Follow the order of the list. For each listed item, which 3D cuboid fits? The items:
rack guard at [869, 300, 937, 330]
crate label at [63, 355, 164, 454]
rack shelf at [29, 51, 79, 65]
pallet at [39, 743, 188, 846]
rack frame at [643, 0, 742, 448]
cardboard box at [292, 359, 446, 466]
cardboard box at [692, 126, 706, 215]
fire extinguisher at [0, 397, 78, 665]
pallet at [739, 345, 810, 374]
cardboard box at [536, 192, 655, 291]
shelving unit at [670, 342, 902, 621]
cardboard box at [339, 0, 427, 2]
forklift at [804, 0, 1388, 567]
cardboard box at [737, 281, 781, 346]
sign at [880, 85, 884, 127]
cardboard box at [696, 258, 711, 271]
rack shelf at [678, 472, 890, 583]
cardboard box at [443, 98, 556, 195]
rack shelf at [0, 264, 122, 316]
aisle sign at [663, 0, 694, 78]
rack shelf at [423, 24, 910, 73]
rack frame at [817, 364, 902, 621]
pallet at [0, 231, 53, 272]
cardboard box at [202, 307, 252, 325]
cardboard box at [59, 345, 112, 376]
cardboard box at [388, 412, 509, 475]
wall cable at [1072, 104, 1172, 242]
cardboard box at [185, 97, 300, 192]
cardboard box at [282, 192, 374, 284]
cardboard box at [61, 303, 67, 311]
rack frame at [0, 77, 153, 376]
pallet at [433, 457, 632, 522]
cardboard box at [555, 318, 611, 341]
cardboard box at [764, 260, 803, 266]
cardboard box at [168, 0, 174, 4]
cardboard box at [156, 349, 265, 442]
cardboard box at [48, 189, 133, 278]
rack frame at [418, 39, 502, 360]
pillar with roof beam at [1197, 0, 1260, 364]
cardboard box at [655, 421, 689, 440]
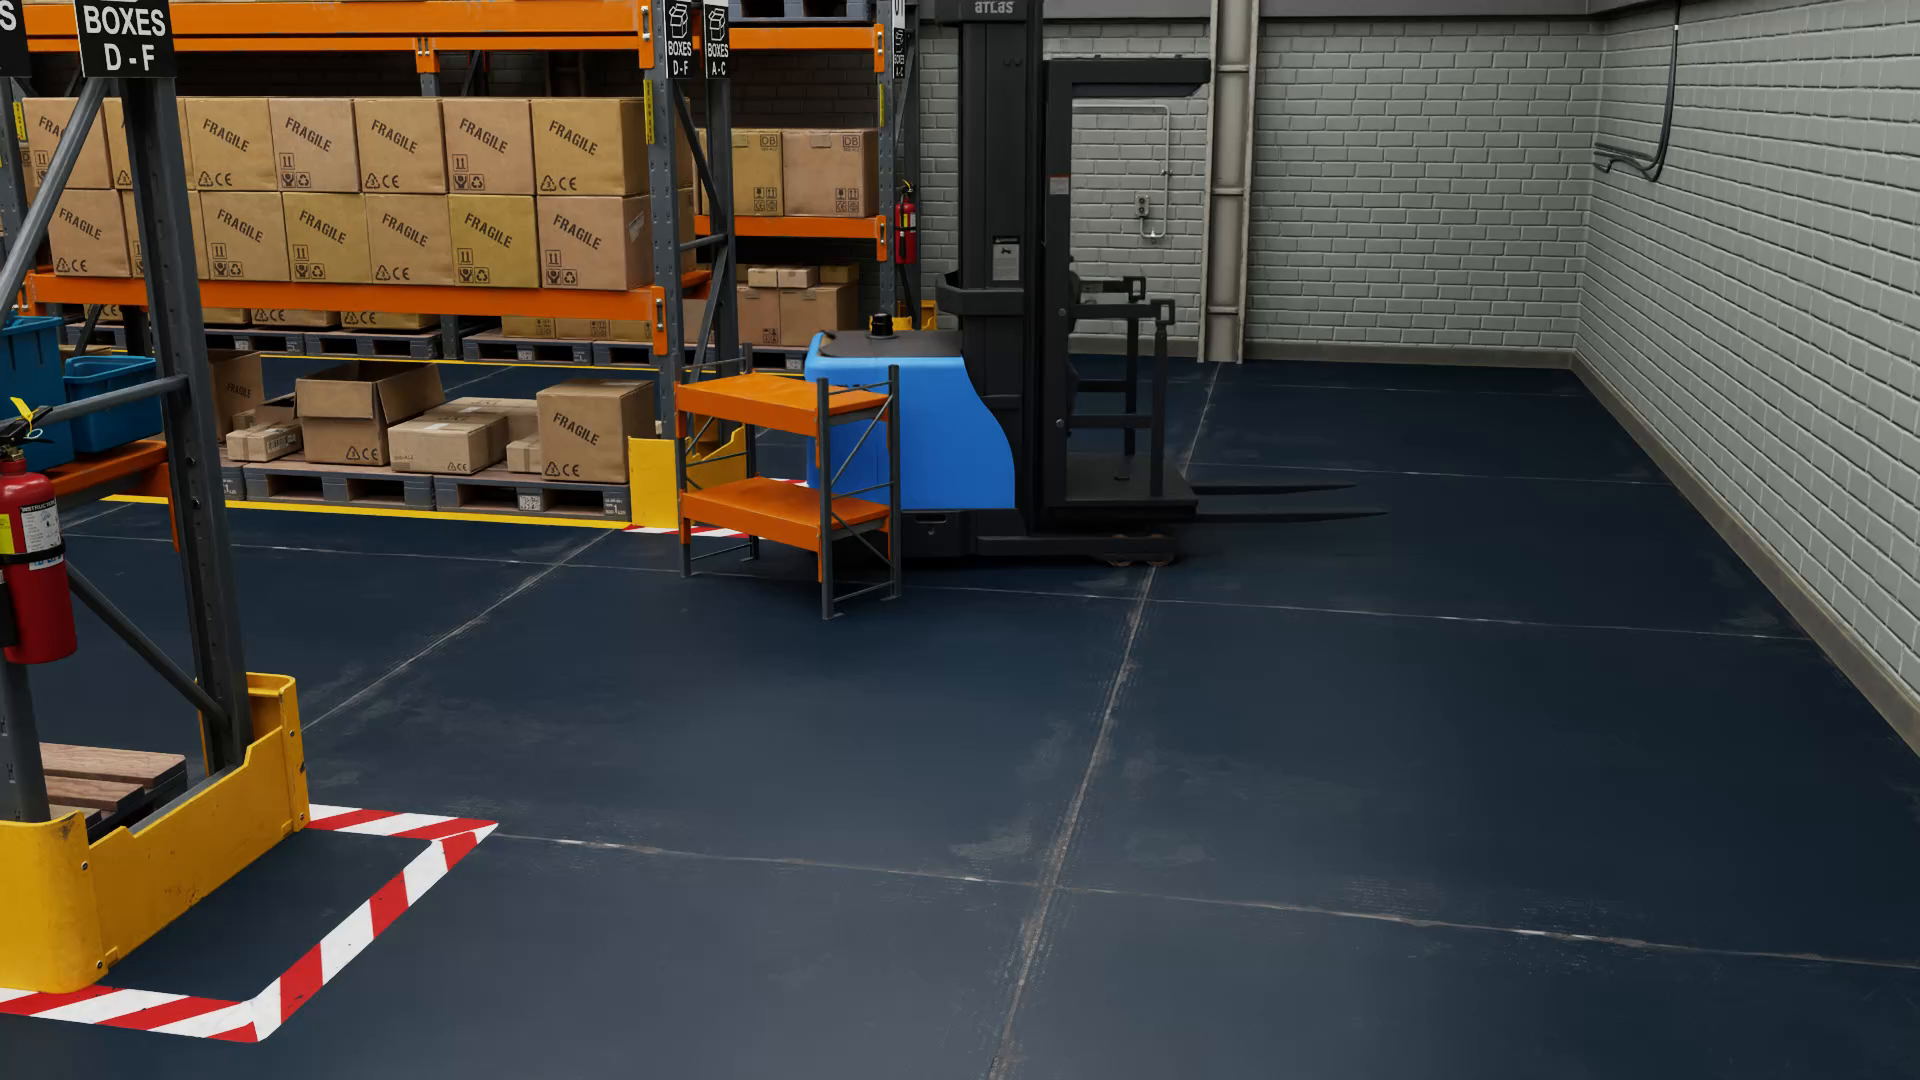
[{"bbox_3d":[-0.481,-1.752,14.379,0.348,0.500,1.175,3,16,11],"label":"rack guard"},{"bbox_3d":[-2.655,-0.413,5.067,0.303,0.233,0.416,3,16,11],"label":"crate label"},{"bbox_3d":[-10.303,-4.588,15.666,4.000,0.370,1.077,3,16,11],"label":"rack shelf"},{"bbox_3d":[-3.279,0.924,5.261,1.213,0.211,1.003,3,16,11],"label":"pallet"},{"bbox_3d":[-1.488,-1.662,9.371,0.127,3.000,1.000,3,16,11],"label":"rack frame"},{"bbox_3d":[-3.565,-0.785,10.058,0.637,0.503,0.797,3,16,11],"label":"cardboard box"},{"bbox_3d":[-2.466,-3.205,14.383,0.700,0.700,0.980,2,16,8],"label":"cardboard box"},{"bbox_3d":[-2.421,-0.022,4.296,0.183,0.674,0.296,3,16,11],"label":"fire extinguisher"},{"bbox_3d":[-1.303,-1.636,14.502,1.213,0.211,1.003,3,16,11],"label":"pallet"},{"bbox_3d":[-1.981,-1.662,9.187,0.500,0.500,0.500,4,16,13],"label":"cardboard box"},{"bbox_3d":[-0.840,-0.313,8.015,1.048,1.125,0.538,13,20,40],"label":"shelving unit"},{"bbox_3d":[-3.024,-3.046,9.031,0.500,0.250,0.500,3,16,11],"label":"cardboard box"},{"bbox_3d":[0.711,-1.415,8.609,3.031,2.935,1.130,-1,15,-2],"label":"forklift"},{"bbox_3d":[-1.700,-1.993,14.464,0.500,0.500,0.700,3,16,11],"label":"cardboard box"},{"bbox_3d":[-0.626,-3.489,13.354,0.005,0.325,0.100,3,16,11],"label":"sign"},{"bbox_3d":[-2.290,-2.392,14.688,0.250,0.149,0.380,3,16,12],"label":"cardboard box"},{"bbox_3d":[-0.840,-0.077,8.080,1.000,0.278,0.538,13,20,40],"label":"rack shelf"},{"bbox_3d":[-2.474,-2.170,9.146,0.500,0.500,0.500,4,16,13],"label":"cardboard box"},{"bbox_3d":[-7.367,-1.634,10.619,4.000,0.370,1.077,3,16,11],"label":"rack shelf"},{"bbox_3d":[-1.482,-2.831,8.722,0.004,0.787,0.394,3,16,11],"label":"aisle sign"},{"bbox_3d":[-2.464,-4.163,14.130,4.000,0.370,1.077,3,16,11],"label":"rack shelf"},{"bbox_3d":[-0.458,-0.223,7.691,0.032,1.125,0.500,13,20,40],"label":"rack frame"},{"bbox_3d":[-6.169,-1.853,10.422,1.213,0.211,1.003,3,16,11],"label":"pallet"},{"bbox_3d":[-6.792,-2.428,15.378,0.750,0.750,0.750,3,16,11],"label":"cardboard box"},{"bbox_3d":[-5.833,-0.971,10.737,0.500,0.500,0.500,2,16,9],"label":"cardboard box"},{"bbox_3d":[-2.994,-0.571,9.762,0.500,0.250,0.500,3,16,11],"label":"cardboard box"},{"bbox_3d":[0.939,-3.627,14.562,1.851,1.984,0.084,3,16,11],"label":"wall cable"},{"bbox_3d":[-3.992,-2.251,9.438,0.500,0.500,0.500,3,16,9],"label":"cardboard box"},{"bbox_3d":[-3.471,-1.744,9.481,0.500,0.500,0.500,3,16,10],"label":"cardboard box"},{"bbox_3d":[-9.060,-2.415,15.950,0.500,0.500,0.700,3,16,12],"label":"cardboard box"},{"bbox_3d":[-5.407,-1.874,10.139,0.127,3.000,1.000,3,16,11],"label":"rack frame"},{"bbox_3d":[-2.343,-0.364,9.910,1.213,0.211,1.003,3,16,11],"label":"pallet"},{"bbox_3d":[-3.220,-2.074,14.756,0.500,0.500,0.700,3,16,11],"label":"cardboard box"},{"bbox_3d":[-1.544,-2.351,14.542,0.250,0.149,0.380,3,16,11],"label":"cardboard box"},{"bbox_3d":[-4.491,-3.129,9.332,0.500,0.250,0.500,3,16,11],"label":"cardboard box"},{"bbox_3d":[-4.792,-0.926,10.573,0.500,0.500,0.500,3,16,11],"label":"cardboard box"},{"bbox_3d":[-4.962,-1.824,9.771,0.500,0.500,0.500,4,16,13],"label":"cardboard box"},{"bbox_3d":[-4.424,-3.170,14.818,0.127,3.000,1.000,3,16,11],"label":"rack frame"},{"bbox_3d":[1.456,-4.805,9.482,0.400,9.000,9.100,3,16,11],"label":"pillar with roof beam"},{"bbox_3d":[-1.829,-0.612,10.098,0.250,0.149,0.380,3,16,11],"label":"cardboard box"}]
